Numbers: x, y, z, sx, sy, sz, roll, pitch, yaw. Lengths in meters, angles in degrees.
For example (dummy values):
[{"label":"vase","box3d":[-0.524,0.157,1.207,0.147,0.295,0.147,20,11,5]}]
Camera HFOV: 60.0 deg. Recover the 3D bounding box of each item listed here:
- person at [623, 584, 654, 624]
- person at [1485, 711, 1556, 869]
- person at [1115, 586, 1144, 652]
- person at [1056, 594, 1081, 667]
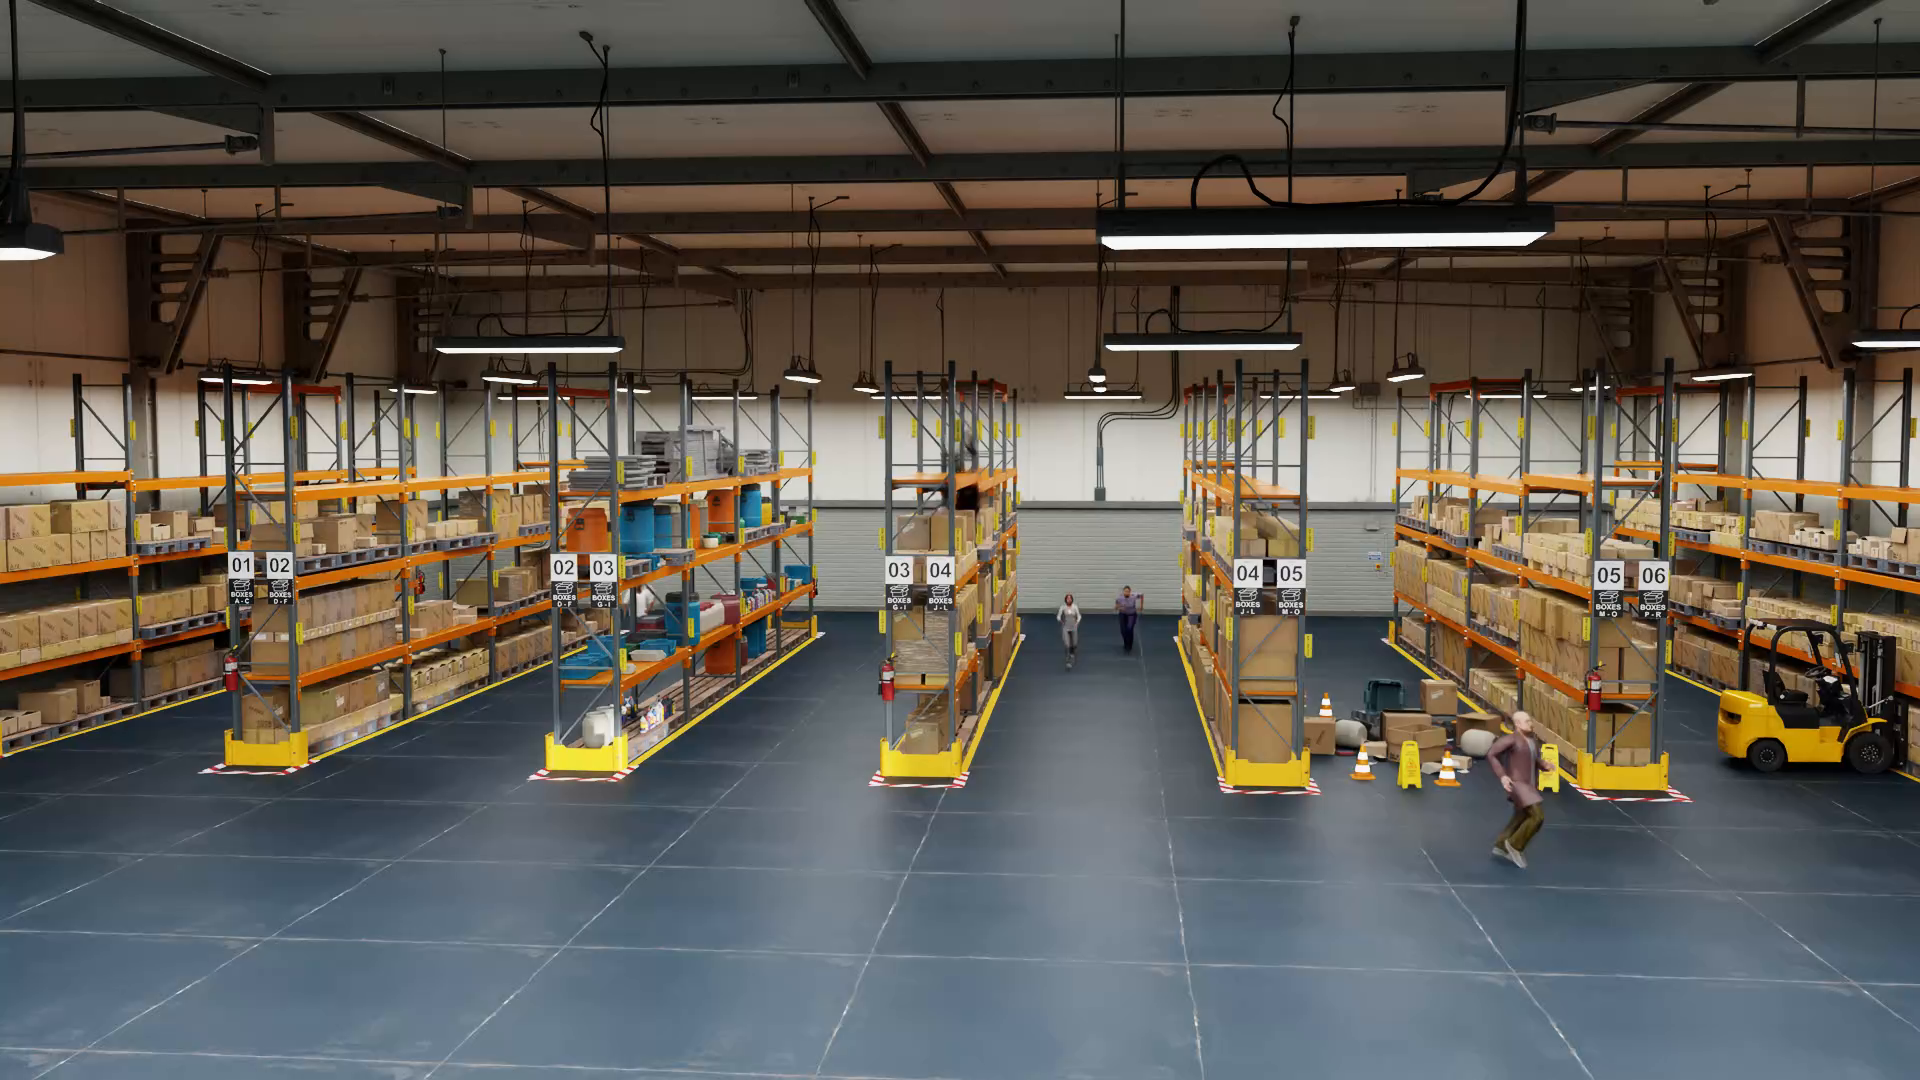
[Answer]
[{"label":"person","box3d":[-7.192,1.706,37.182,0.702,1.726,0.592,0,4,-5]},{"label":"person","box3d":[6.471,2.871,19.103,0.762,1.776,0.675,4,5,45]},{"label":"person","box3d":[3.833,1.782,37.662,0.637,1.524,0.932,1,4,10]},{"label":"person","box3d":[2.308,1.913,35.159,0.531,1.552,0.555,0,4,-3]}]
